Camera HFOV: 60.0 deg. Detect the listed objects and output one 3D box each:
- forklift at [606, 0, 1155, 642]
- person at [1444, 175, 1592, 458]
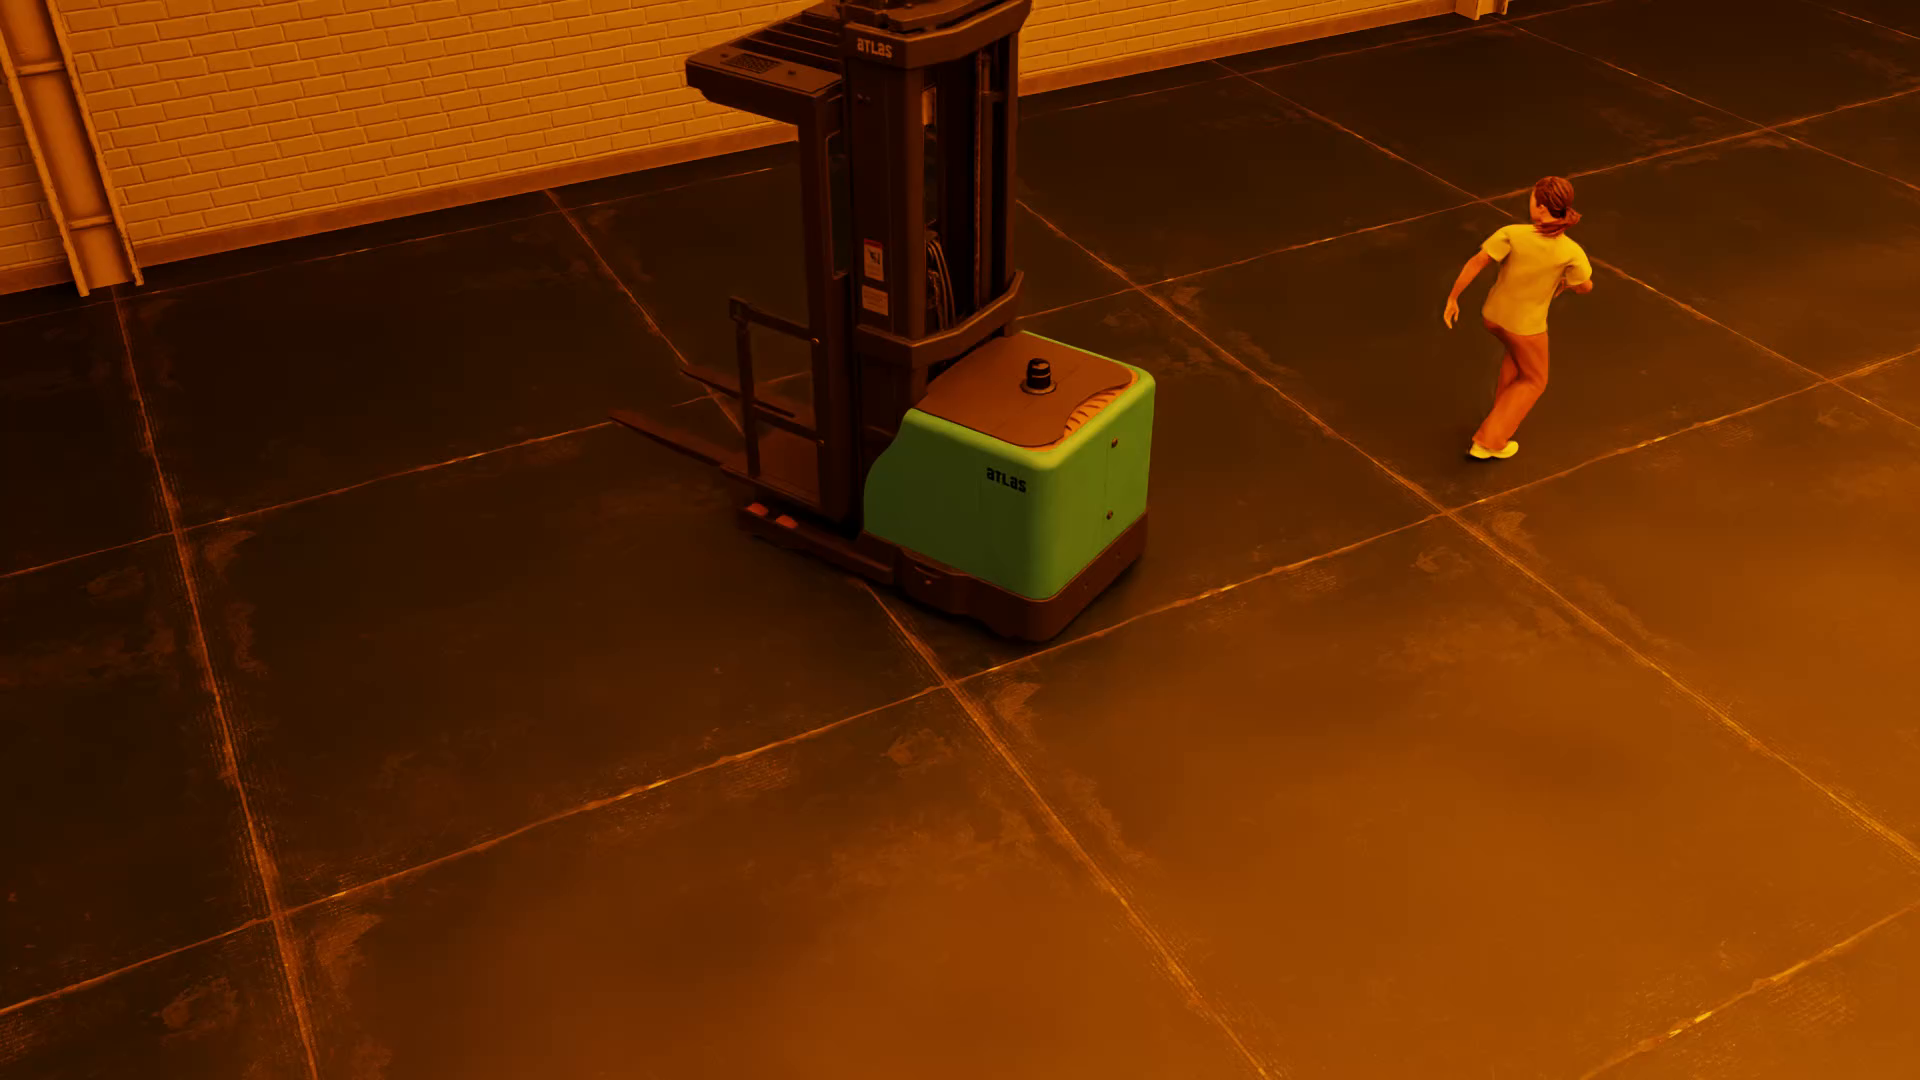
[{"bbox_3d":[-0.550,-1.382,8.078,3.031,2.935,1.130,22,41,28],"label":"forklift"},{"bbox_3d":[3.009,-1.157,8.949,0.722,1.668,0.545,-27,43,-33],"label":"person"}]
